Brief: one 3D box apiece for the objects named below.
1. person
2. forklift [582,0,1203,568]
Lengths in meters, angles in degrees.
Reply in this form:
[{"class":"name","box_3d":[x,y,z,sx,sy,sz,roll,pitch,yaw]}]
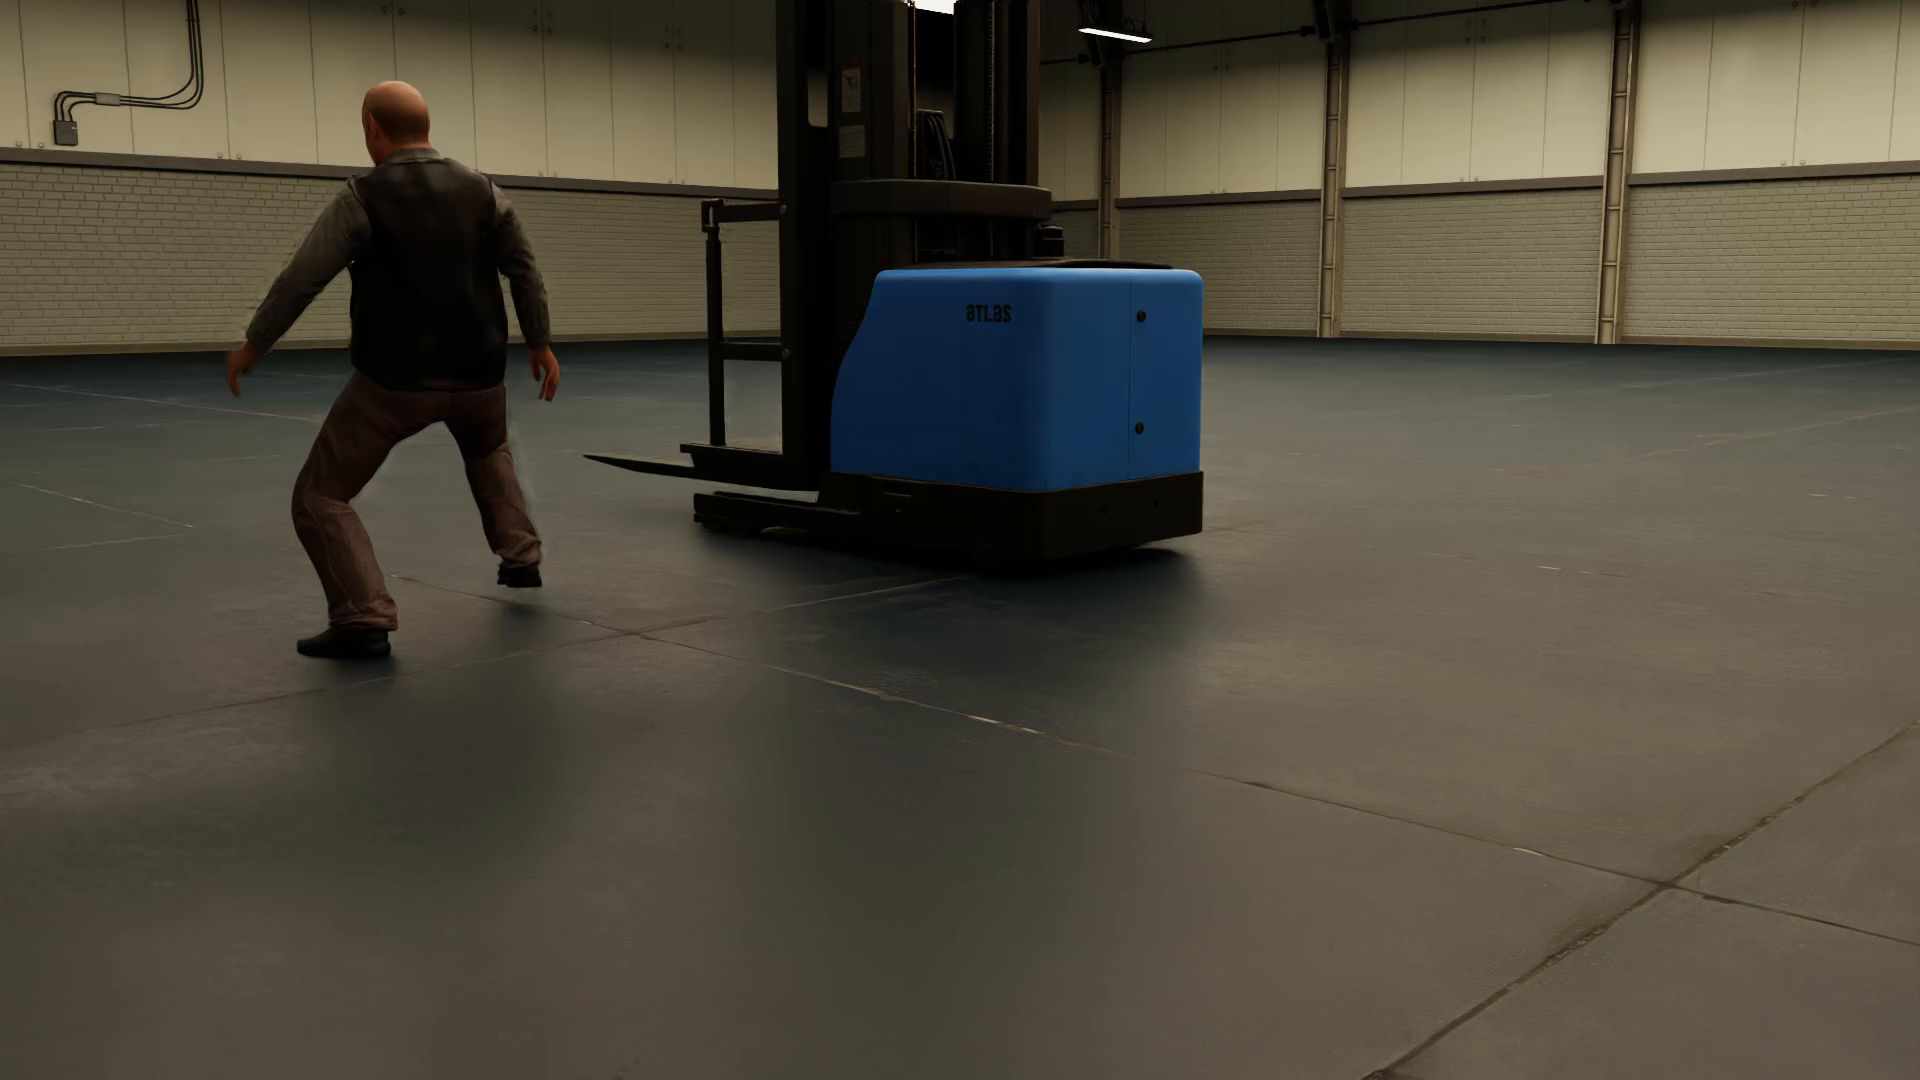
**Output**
[{"class":"person","box_3d":[-1.607,-0.508,4.844,0.936,1.597,0.639,-7,11,-37]},{"class":"forklift","box_3d":[-0.474,-1.513,6.922,3.031,2.935,1.130,8,12,43]}]
